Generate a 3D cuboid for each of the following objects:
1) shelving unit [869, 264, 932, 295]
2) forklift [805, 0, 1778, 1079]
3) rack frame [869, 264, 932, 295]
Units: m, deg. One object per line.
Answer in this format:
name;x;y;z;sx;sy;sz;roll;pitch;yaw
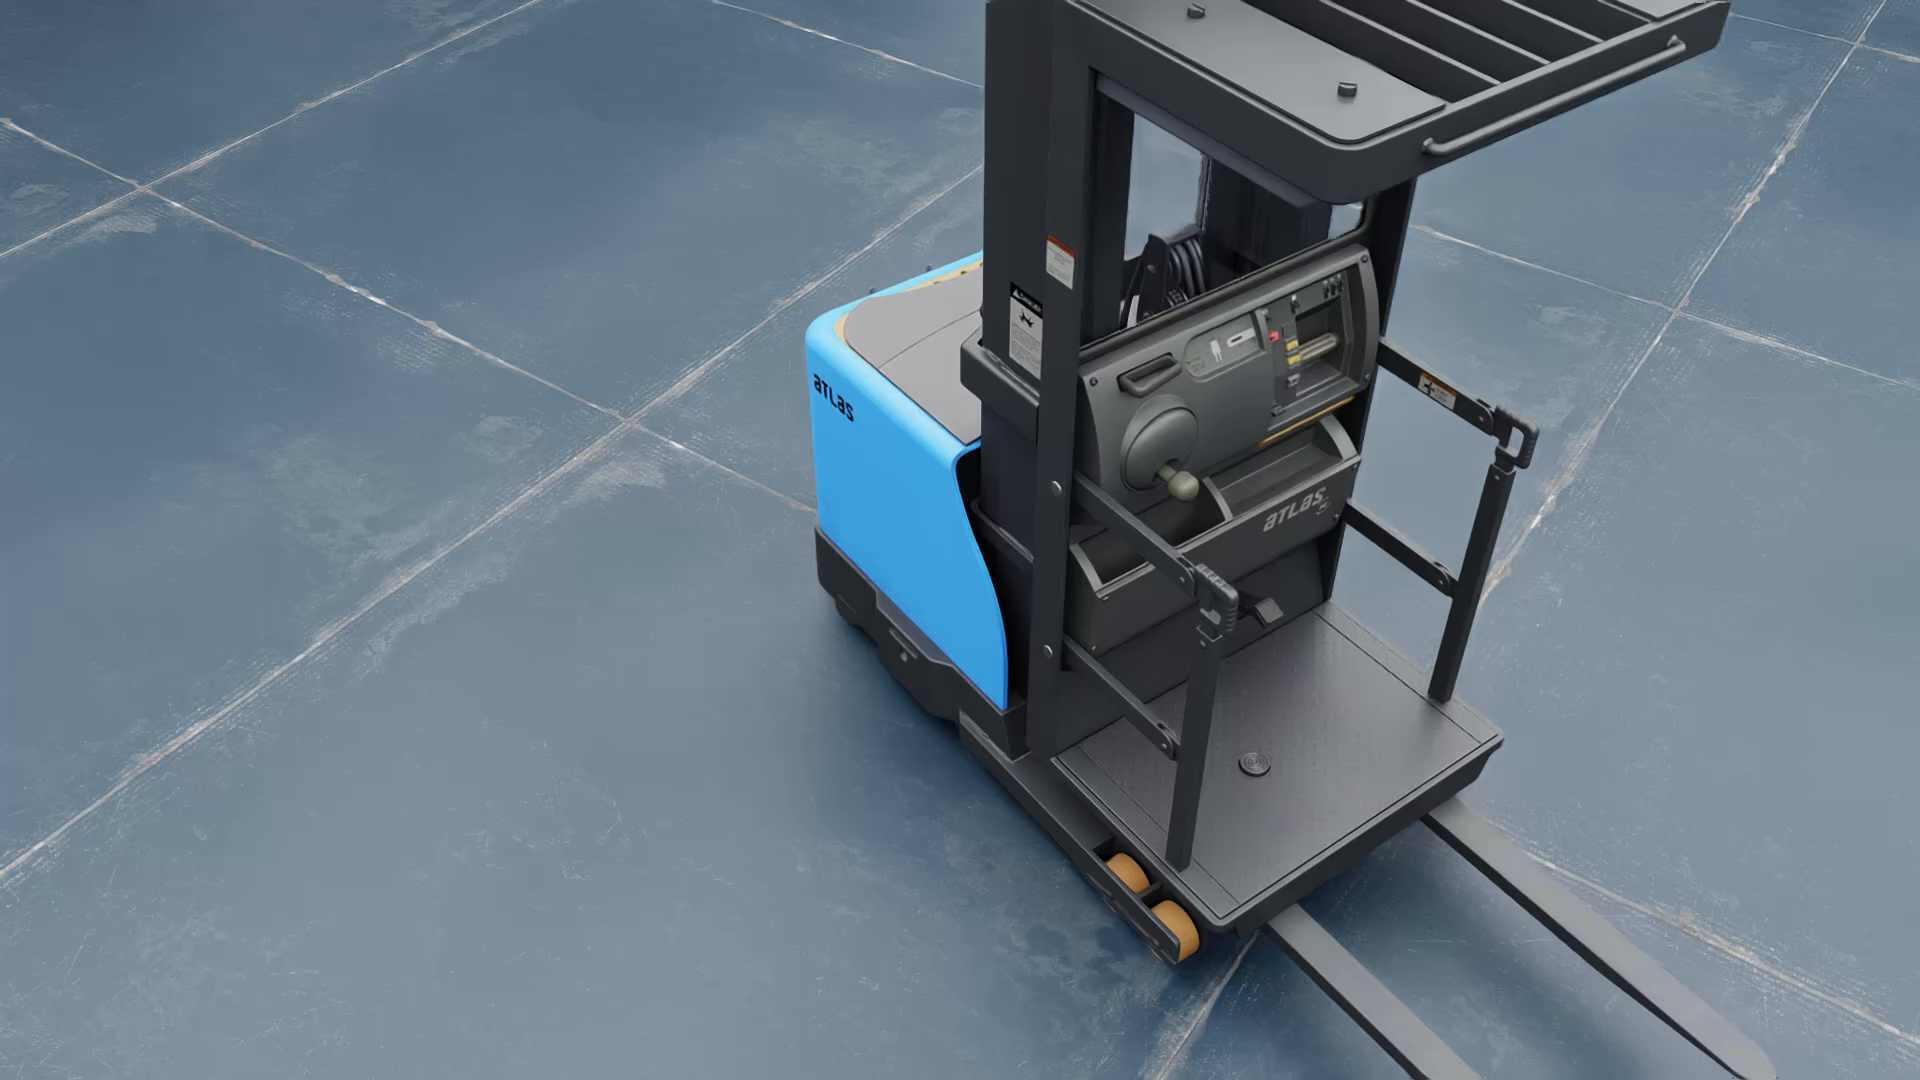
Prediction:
shelving unit;-0.131;-0.458;5.587;0.258;0.900;0.210;-26;48;-26
forklift;0.802;-0.329;3.920;1.130;2.935;3.031;-26;48;-26
rack frame;-0.191;-0.513;5.649;0.240;0.900;0.006;-26;48;-26
